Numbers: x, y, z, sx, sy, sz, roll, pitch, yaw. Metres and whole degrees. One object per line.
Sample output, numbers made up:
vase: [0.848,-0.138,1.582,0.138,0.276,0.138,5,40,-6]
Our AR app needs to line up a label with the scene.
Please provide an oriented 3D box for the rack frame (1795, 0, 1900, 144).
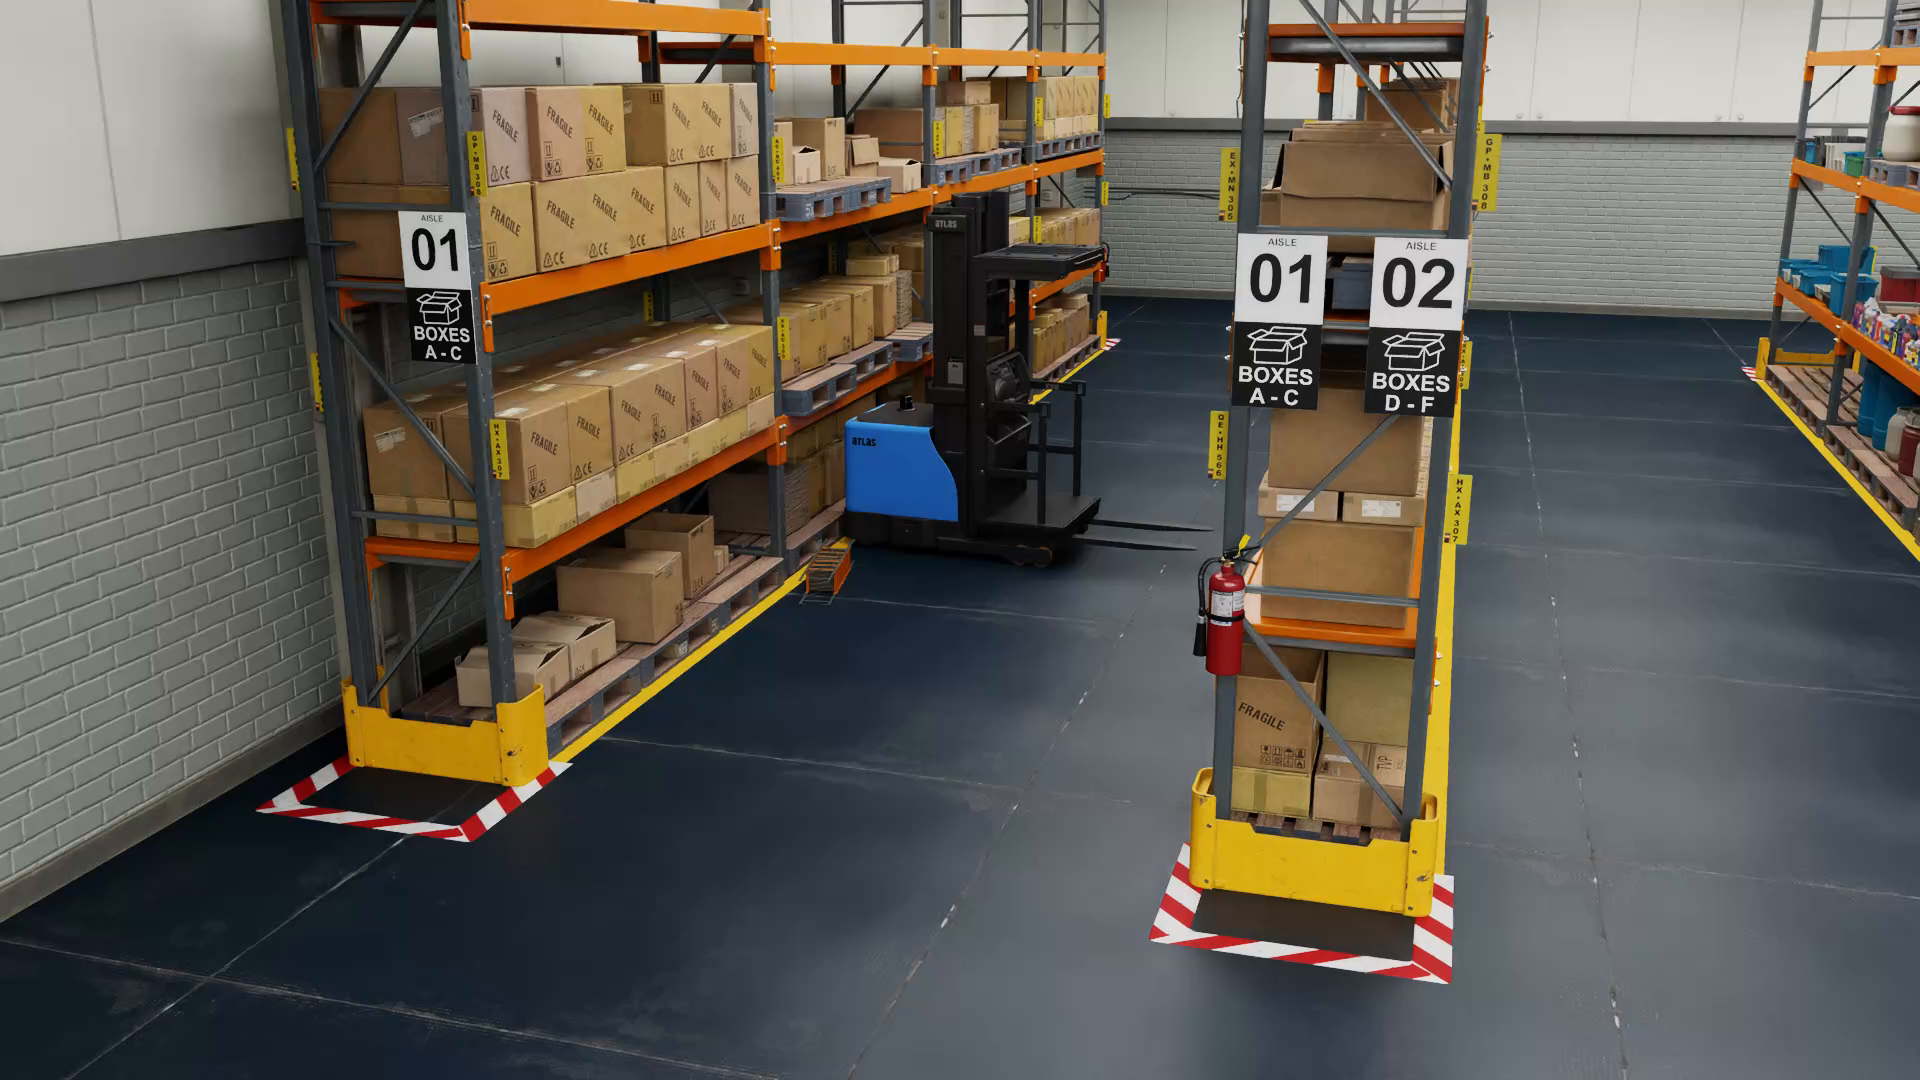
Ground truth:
rack frame: [11.039,-6.417,20.461,1.000,3.000,0.127,5,16,16]

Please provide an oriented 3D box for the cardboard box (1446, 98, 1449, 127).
cardboard box: [4.940,-4.484,18.009,0.600,0.600,0.600,3,16,11]

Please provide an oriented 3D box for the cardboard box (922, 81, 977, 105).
cardboard box: [-0.115,-4.950,18.424,0.500,0.250,0.500,4,16,14]

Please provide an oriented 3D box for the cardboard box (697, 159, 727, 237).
cardboard box: [-1.932,-2.377,11.497,0.500,0.500,0.500,3,16,11]

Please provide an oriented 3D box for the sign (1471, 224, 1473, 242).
sign: [5.687,-3.384,18.641,0.100,0.325,0.005,5,16,16]

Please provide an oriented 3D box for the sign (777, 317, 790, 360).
sign: [-1.347,-1.536,12.660,0.100,0.325,0.005,5,16,16]

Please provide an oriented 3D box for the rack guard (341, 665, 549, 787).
rack guard: [-2.985,1.070,9.641,1.175,0.500,0.348,5,16,16]

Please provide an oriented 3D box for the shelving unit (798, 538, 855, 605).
shelving unit: [-1.043,0.240,13.126,0.258,0.189,1.200,2,16,6]

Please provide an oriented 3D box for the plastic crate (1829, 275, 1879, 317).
plastic crate: [9.708,-2.654,18.108,0.392,0.384,0.575,5,16,16]

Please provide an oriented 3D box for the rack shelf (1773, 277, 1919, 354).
rack shelf: [10.471,-2.661,19.533,1.077,0.370,4.000,5,16,16]

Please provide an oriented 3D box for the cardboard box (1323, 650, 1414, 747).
cardboard box: [2.250,0.776,8.990,0.500,0.500,0.500,5,16,16]

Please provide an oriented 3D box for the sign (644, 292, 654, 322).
sign: [-2.403,-1.758,12.910,0.100,0.325,0.005,5,16,16]

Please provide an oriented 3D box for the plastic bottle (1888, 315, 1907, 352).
plastic bottle: [8.972,-1.973,15.880,0.144,0.351,0.185,5,16,16]

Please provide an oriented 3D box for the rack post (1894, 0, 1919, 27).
rack post: [9.633,-5.116,16.013,0.937,0.300,0.954,4,16,15]

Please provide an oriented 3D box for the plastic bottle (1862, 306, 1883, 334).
plastic bottle: [9.301,-2.237,16.947,0.152,0.276,0.135,5,16,16]

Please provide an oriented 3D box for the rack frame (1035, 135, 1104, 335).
rack frame: [1.540,-4.299,23.988,1.000,3.000,0.127,5,16,16]

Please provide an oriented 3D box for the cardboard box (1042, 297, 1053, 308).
cardboard box: [1.066,-3.270,22.982,0.380,0.149,0.250,5,17,16]

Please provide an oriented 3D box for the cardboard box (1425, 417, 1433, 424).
cardboard box: [2.574,-0.647,9.740,0.380,0.149,0.250,5,17,18]

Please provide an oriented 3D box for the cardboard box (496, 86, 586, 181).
cardboard box: [-2.473,-2.304,9.406,0.500,0.500,0.500,4,16,15]

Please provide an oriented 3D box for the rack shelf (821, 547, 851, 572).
rack shelf: [-1.012,0.156,13.428,0.258,0.180,0.103,2,16,6]

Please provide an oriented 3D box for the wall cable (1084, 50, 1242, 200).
wall cable: [3.490,-7.143,28.712,3.097,2.526,0.112,5,16,16]

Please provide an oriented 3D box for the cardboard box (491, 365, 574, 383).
cardboard box: [-2.781,-0.817,10.578,0.500,0.500,0.500,4,16,14]

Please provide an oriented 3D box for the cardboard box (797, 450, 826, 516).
cardboard box: [-1.578,-0.501,14.374,0.700,0.500,0.500,4,16,15]

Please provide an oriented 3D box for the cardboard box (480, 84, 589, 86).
cardboard box: [-2.679,-2.630,10.554,0.500,0.500,0.500,5,16,16]

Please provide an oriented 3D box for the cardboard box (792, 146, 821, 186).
cardboard box: [-1.463,-3.059,13.515,0.500,0.311,0.500,5,17,18]

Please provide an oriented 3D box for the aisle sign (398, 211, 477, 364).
aisle sign: [-2.739,-1.321,8.727,0.394,0.787,0.004,5,16,16]

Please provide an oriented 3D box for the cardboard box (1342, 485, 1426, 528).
cardboard box: [2.062,-0.176,8.080,0.380,0.149,0.250,5,16,15]

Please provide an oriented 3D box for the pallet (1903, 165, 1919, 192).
pallet: [9.454,-3.327,15.410,1.003,0.211,1.213,5,16,16]

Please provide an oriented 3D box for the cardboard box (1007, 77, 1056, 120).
cardboard box: [0.875,-5.399,20.317,0.500,0.500,0.500,4,16,15]

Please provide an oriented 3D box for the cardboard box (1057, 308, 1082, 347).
cardboard box: [1.295,-2.976,23.137,0.700,0.500,0.500,5,16,16]

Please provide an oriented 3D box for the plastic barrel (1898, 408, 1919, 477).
plastic barrel: [9.209,-0.904,15.670,0.600,0.588,0.708,5,16,16]

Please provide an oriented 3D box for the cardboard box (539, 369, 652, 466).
cardboard box: [-2.280,-0.776,10.431,0.500,0.500,0.500,4,16,14]

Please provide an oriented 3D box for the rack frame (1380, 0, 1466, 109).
rack frame: [5.154,-5.755,18.129,1.000,3.000,0.127,5,16,16]

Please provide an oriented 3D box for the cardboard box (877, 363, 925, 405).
cardboard box: [-0.398,-1.556,17.487,0.750,0.750,0.750,4,16,15]

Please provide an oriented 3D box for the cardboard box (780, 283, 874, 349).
cardboard box: [-1.190,-2.014,14.944,0.700,0.500,0.500,5,16,16]

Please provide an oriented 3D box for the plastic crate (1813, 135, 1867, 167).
plastic crate: [10.341,-4.565,19.545,0.504,0.338,0.767,5,16,16]

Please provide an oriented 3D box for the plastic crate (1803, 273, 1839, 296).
plastic crate: [10.194,-3.017,19.665,0.416,0.233,0.300,5,16,16]

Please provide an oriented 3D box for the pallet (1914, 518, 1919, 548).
pallet: [8.508,0.104,13.577,1.003,0.211,1.213,5,16,16]

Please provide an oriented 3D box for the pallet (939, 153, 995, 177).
pallet: [-0.286,-4.023,17.866,1.003,0.211,1.213,5,17,18]

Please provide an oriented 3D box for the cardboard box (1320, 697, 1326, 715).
cardboard box: [1.884,0.965,9.698,0.500,0.250,0.500,5,16,16]

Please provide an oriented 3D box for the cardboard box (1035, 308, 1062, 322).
cardboard box: [1.135,-2.964,21.903,0.380,0.149,0.250,4,16,14]

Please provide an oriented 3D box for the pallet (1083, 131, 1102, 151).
pallet: [1.340,-5.504,22.904,1.003,0.211,1.213,5,16,16]

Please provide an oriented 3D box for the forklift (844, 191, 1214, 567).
forklift: [0.585,-1.350,13.717,3.031,2.935,1.130,6,17,20]

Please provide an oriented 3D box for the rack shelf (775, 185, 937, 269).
rack shelf: [-1.301,-2.779,14.453,1.077,0.370,4.000,5,16,16]

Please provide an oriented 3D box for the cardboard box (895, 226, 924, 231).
cardboard box: [-0.409,-3.309,18.358,0.500,0.250,0.500,4,16,15]

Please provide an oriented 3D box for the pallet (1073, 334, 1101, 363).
pallet: [1.388,-2.742,23.610,1.003,0.211,1.213,5,16,16]

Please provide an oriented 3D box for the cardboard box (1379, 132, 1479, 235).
cardboard box: [2.478,-1.903,8.837,0.500,0.500,0.500,5,16,16]

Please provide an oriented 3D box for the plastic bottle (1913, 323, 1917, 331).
plastic bottle: [9.100,-1.937,15.898,0.097,0.271,0.097,0,16,0]

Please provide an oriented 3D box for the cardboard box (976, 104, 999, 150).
cardboard box: [0.048,-4.733,19.034,0.700,0.500,0.500,4,16,13]

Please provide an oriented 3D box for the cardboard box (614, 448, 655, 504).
cardboard box: [-2.279,-0.423,10.562,0.500,0.250,0.500,4,16,15]

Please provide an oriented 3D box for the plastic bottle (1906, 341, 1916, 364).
plastic bottle: [8.753,-1.723,15.270,0.097,0.201,0.097,0,16,0]

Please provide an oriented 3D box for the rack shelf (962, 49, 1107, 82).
rack shelf: [0.972,-6.123,21.477,1.077,0.370,4.000,5,16,16]

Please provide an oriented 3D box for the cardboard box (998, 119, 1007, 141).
cardboard box: [0.373,-5.071,20.534,0.500,0.250,0.500,5,17,16]

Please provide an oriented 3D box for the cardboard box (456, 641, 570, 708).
cardboard box: [-2.724,0.795,10.150,0.500,0.311,0.500,3,16,10]
